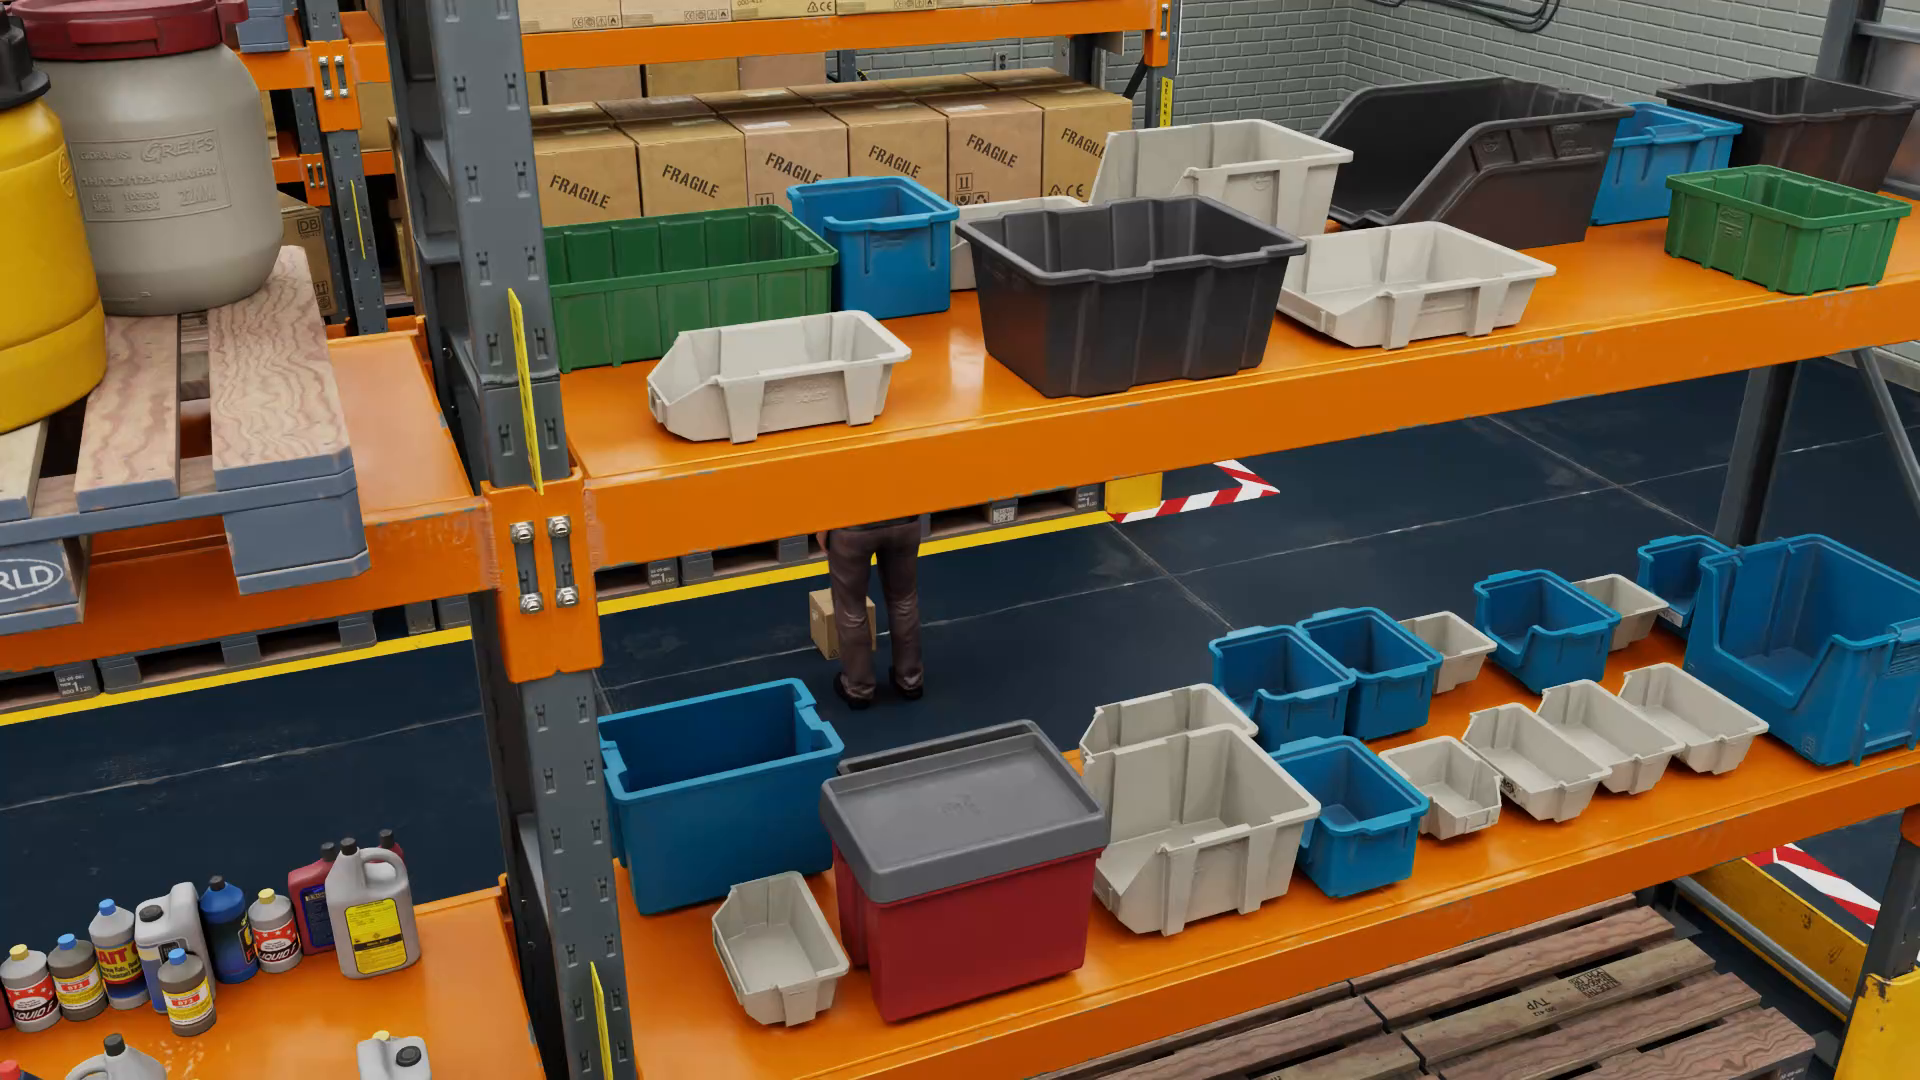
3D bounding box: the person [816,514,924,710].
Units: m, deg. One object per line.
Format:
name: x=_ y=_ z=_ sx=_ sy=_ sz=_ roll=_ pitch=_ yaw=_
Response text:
person: x=-0.398 y=-0.069 z=7.297 sx=0.533 sy=1.721 sz=0.360 roll=-10 pitch=27 yaw=-19
